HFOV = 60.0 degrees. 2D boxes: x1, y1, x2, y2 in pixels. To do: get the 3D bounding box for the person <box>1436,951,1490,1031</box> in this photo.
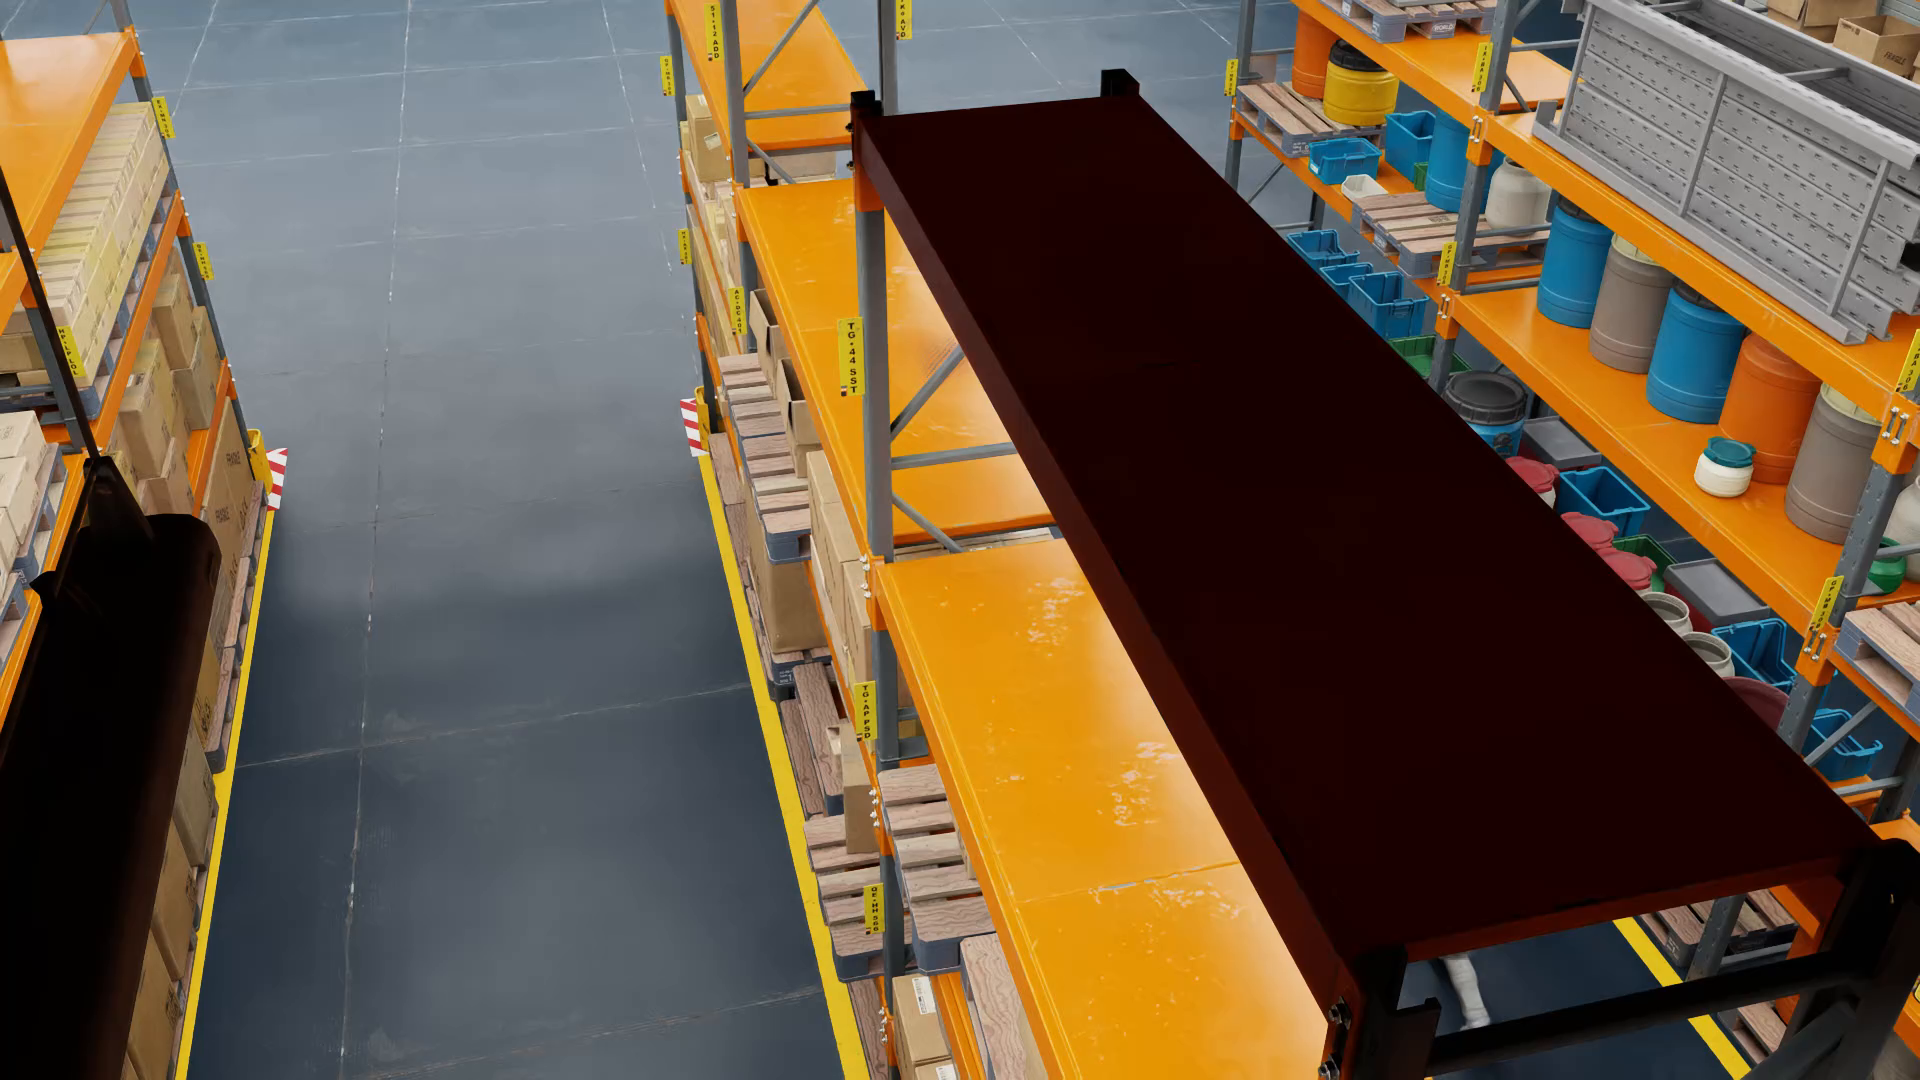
[{"bbox_3d":[3.008,2.047,9.570,0.651,1.614,1.028,-8,35,-11],"label":"person"}]
